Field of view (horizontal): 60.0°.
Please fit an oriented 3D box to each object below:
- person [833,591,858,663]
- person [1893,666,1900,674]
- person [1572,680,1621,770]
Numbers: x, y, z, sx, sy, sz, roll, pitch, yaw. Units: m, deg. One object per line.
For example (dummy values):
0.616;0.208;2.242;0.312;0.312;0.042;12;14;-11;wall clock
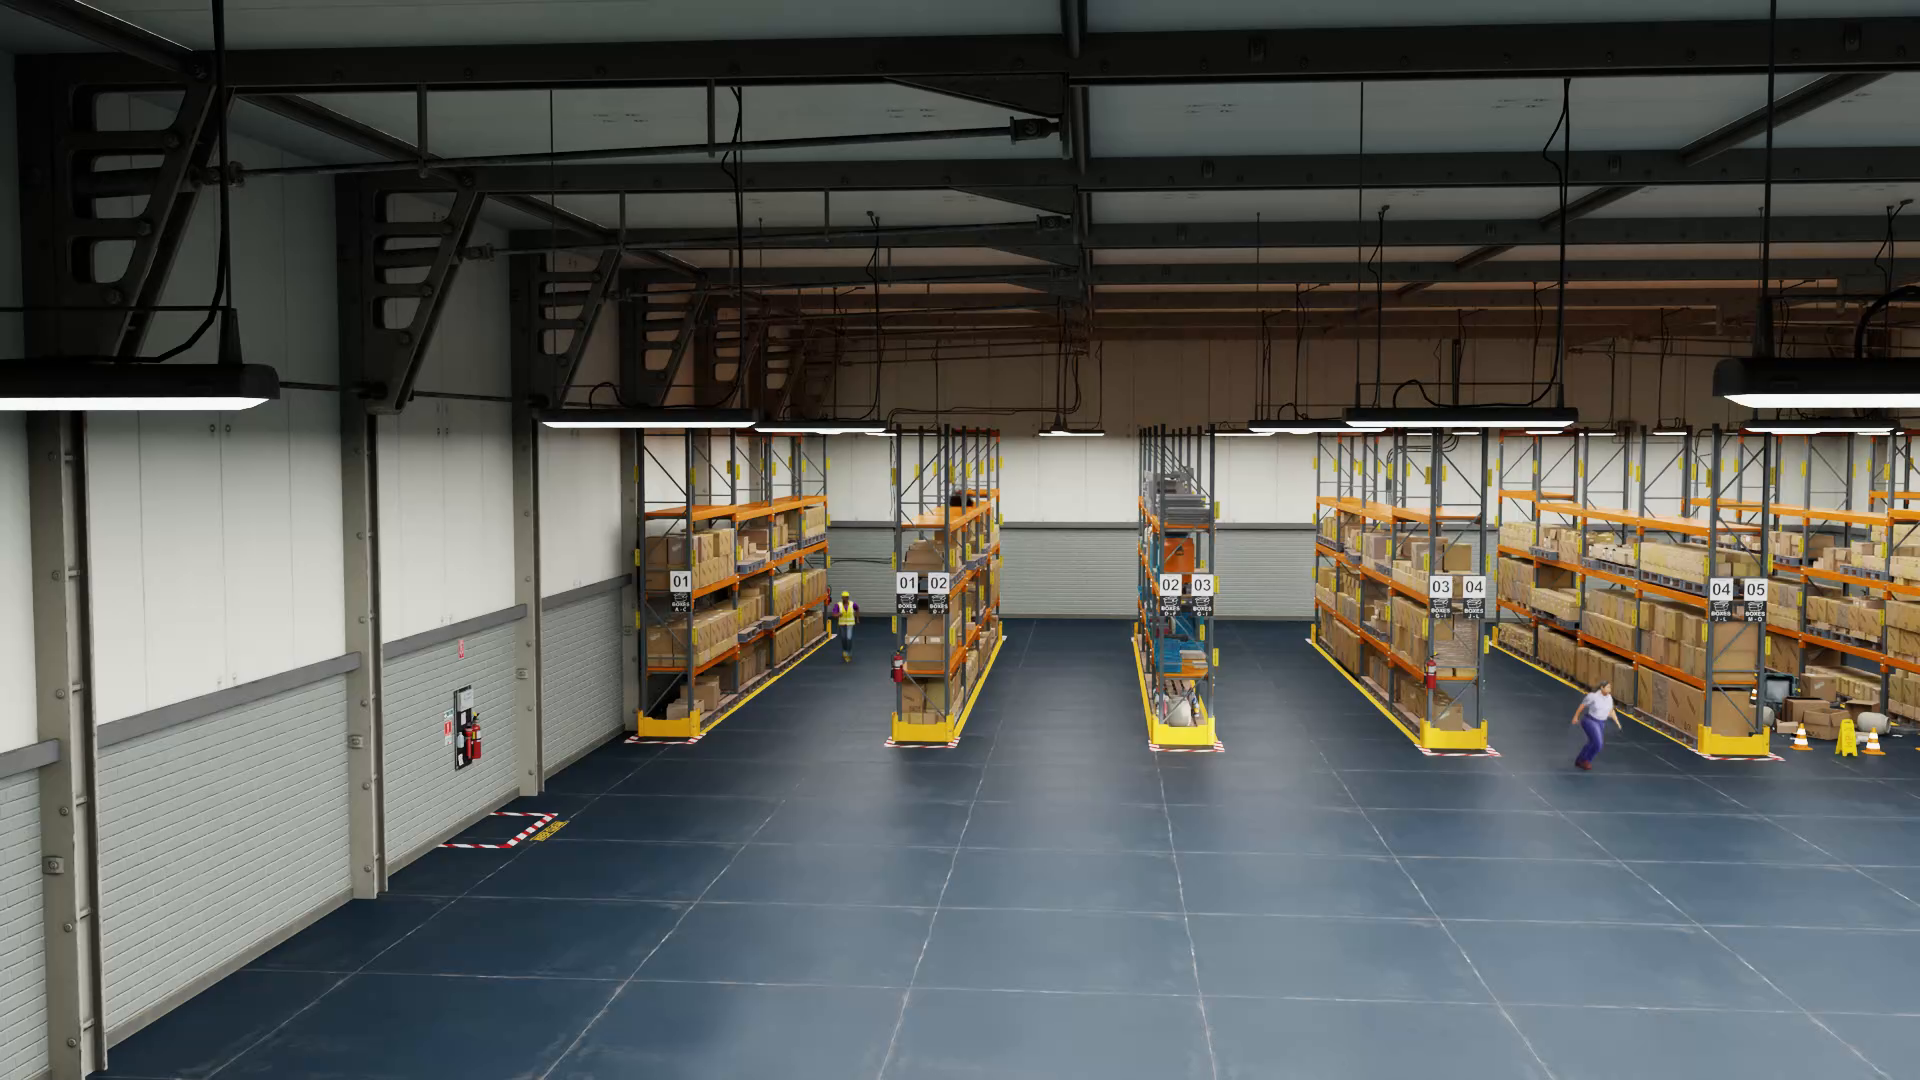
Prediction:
-2.952;2.225;42.889;0.632;1.823;0.808;0;3;2;person
22.115;2.537;38.974;0.627;1.644;0.659;-1;4;-11;person
10.968;3.180;28.631;0.557;1.584;0.752;-2;4;-29;person
